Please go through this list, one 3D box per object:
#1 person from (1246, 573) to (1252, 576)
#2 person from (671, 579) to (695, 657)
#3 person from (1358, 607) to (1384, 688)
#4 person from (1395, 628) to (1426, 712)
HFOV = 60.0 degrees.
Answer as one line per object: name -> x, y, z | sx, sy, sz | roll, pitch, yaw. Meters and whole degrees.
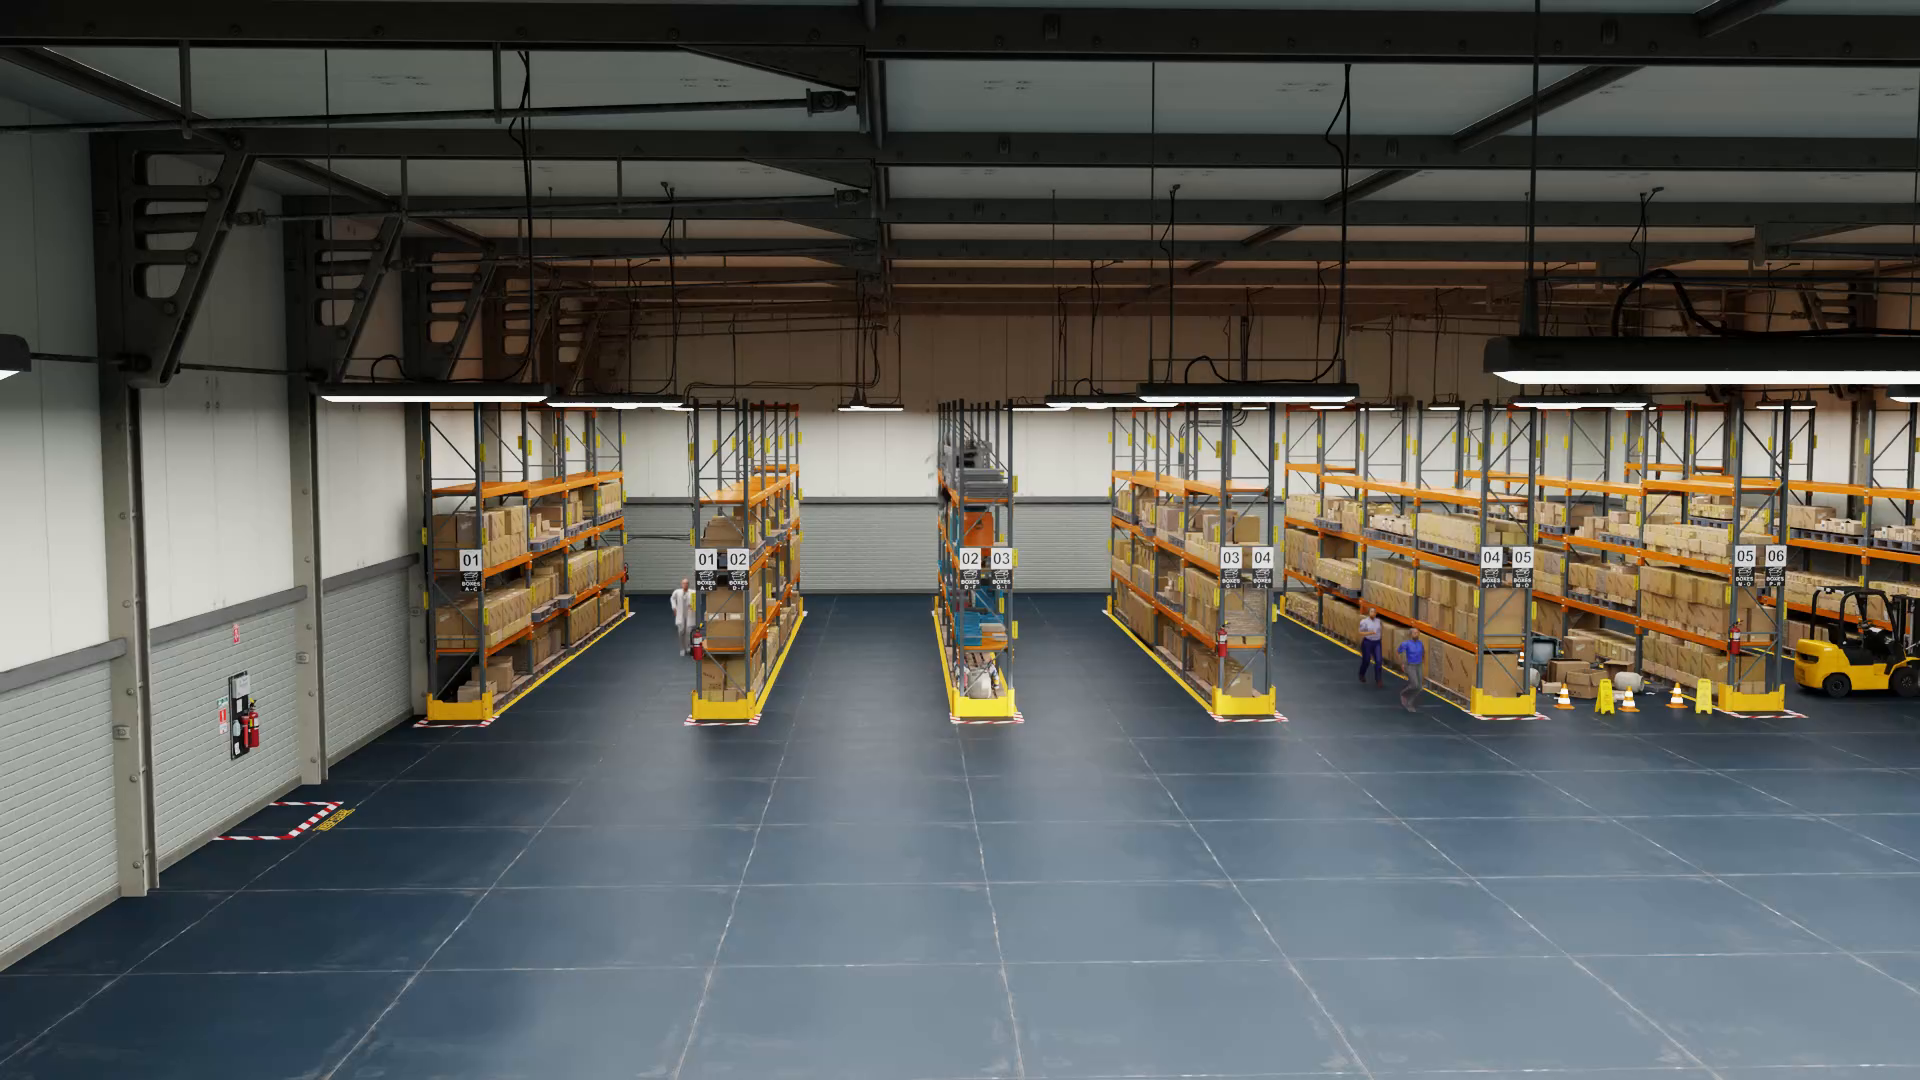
person -> 8.463, 1.240, 48.701 | 0.626, 1.641, 0.723 | -3, 5, -35
person -> -6.527, 1.840, 39.547 | 0.701, 1.840, 0.800 | -1, 4, -7
person -> 8.627, 2.222, 34.859 | 0.602, 1.645, 0.913 | -1, 4, -8
person -> 8.730, 2.498, 31.934 | 0.573, 1.619, 0.546 | -2, 5, -21
